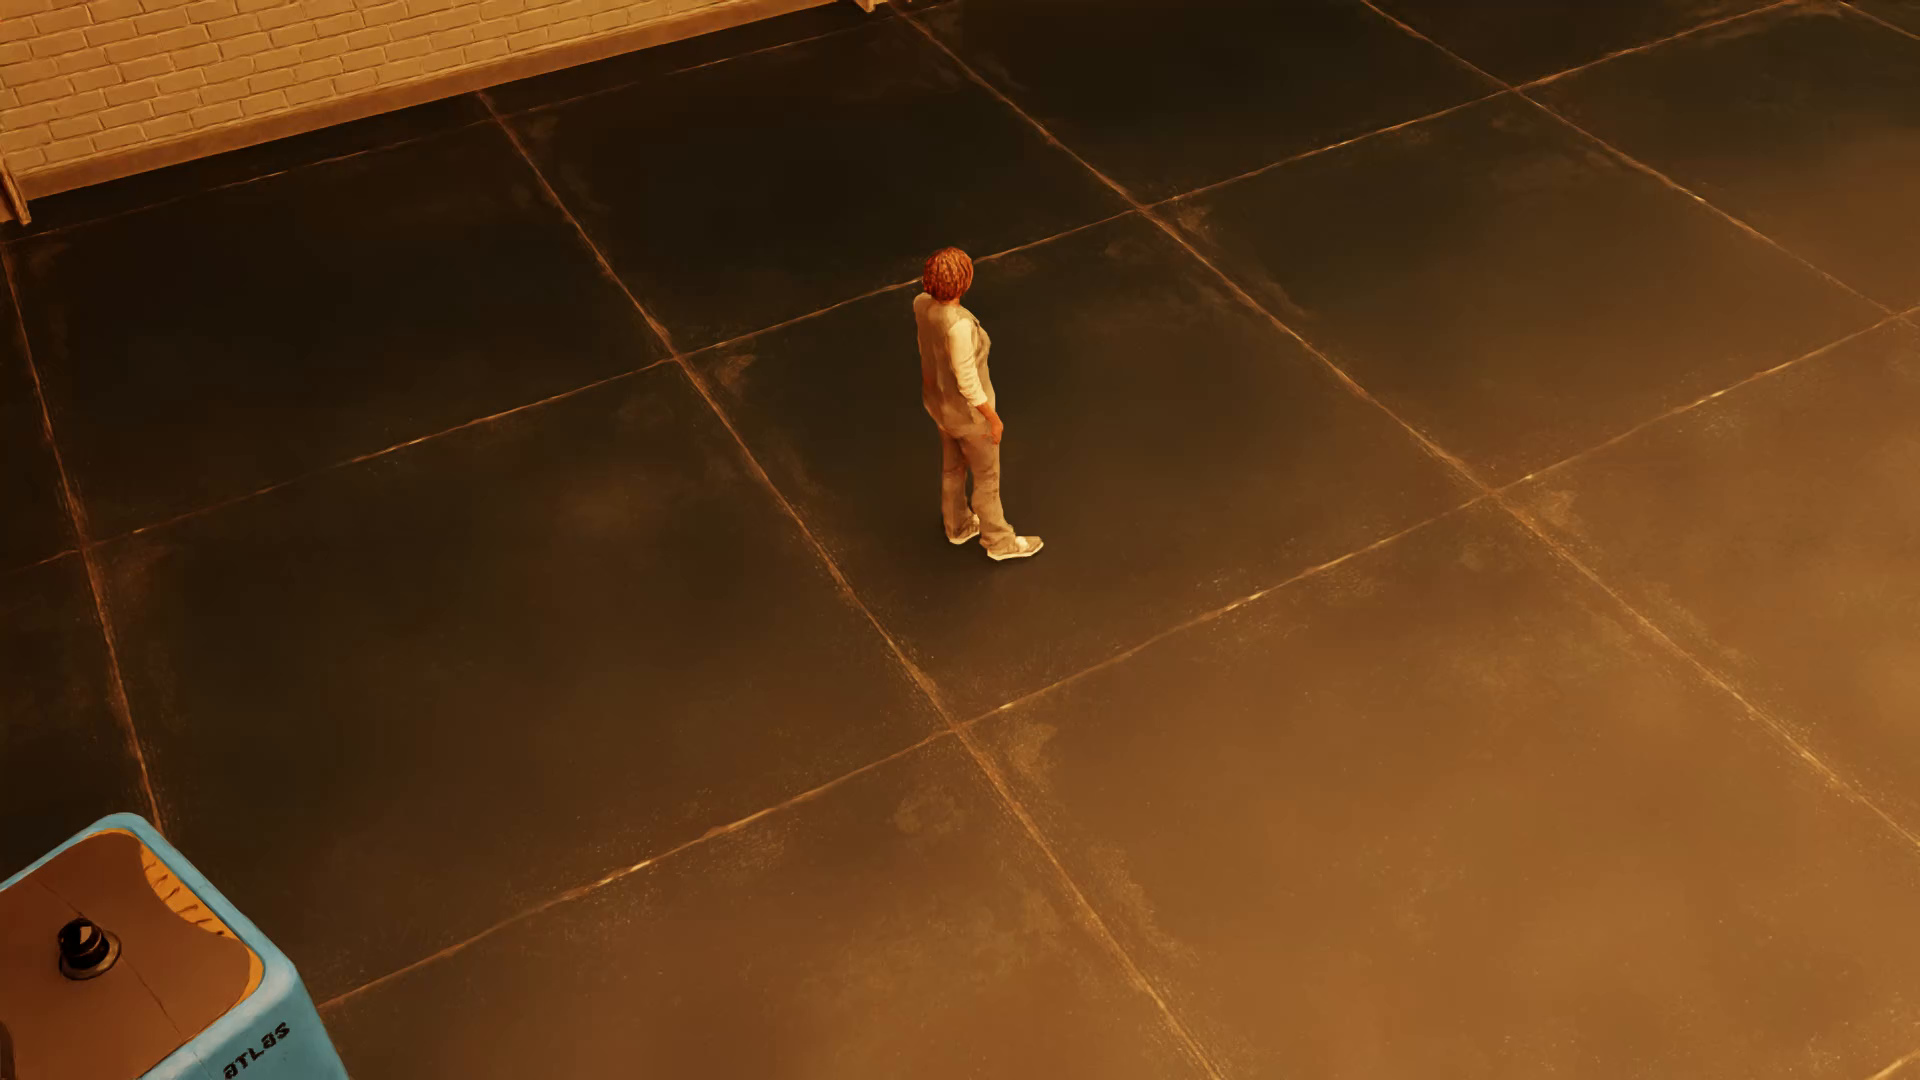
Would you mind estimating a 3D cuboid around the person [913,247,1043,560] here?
[{"bbox_3d":[0.071,-0.607,7.324,0.474,1.597,0.521,-21,47,-21],"label":"person"}]

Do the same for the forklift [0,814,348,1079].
[{"bbox_3d":[-3.299,1.534,4.044,1.130,2.935,3.031,31,51,29],"label":"forklift"}]
